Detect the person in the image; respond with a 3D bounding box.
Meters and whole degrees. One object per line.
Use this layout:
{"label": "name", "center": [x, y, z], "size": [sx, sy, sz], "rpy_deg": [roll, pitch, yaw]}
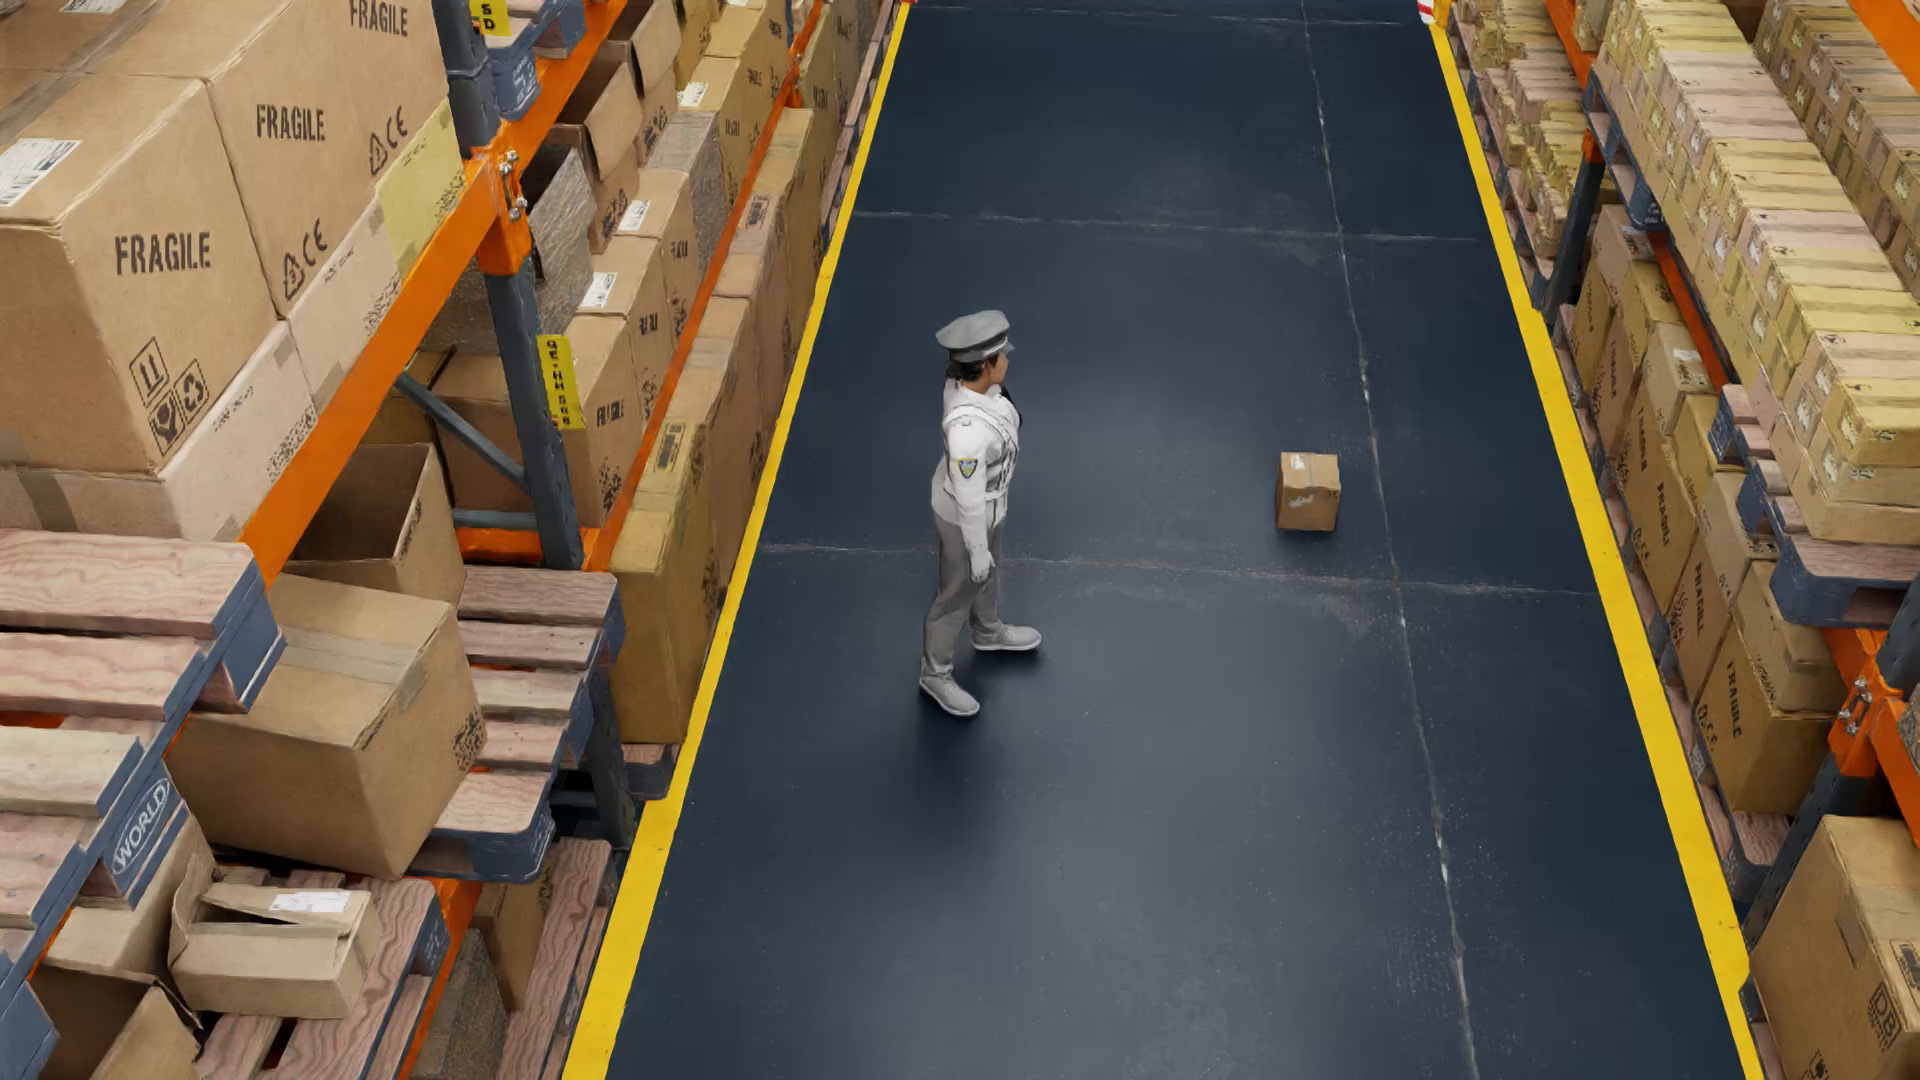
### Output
{"label": "person", "center": [0.085, -0.114, 6.247], "size": [0.478, 1.672, 0.568], "rpy_deg": [3, 40, 4]}
